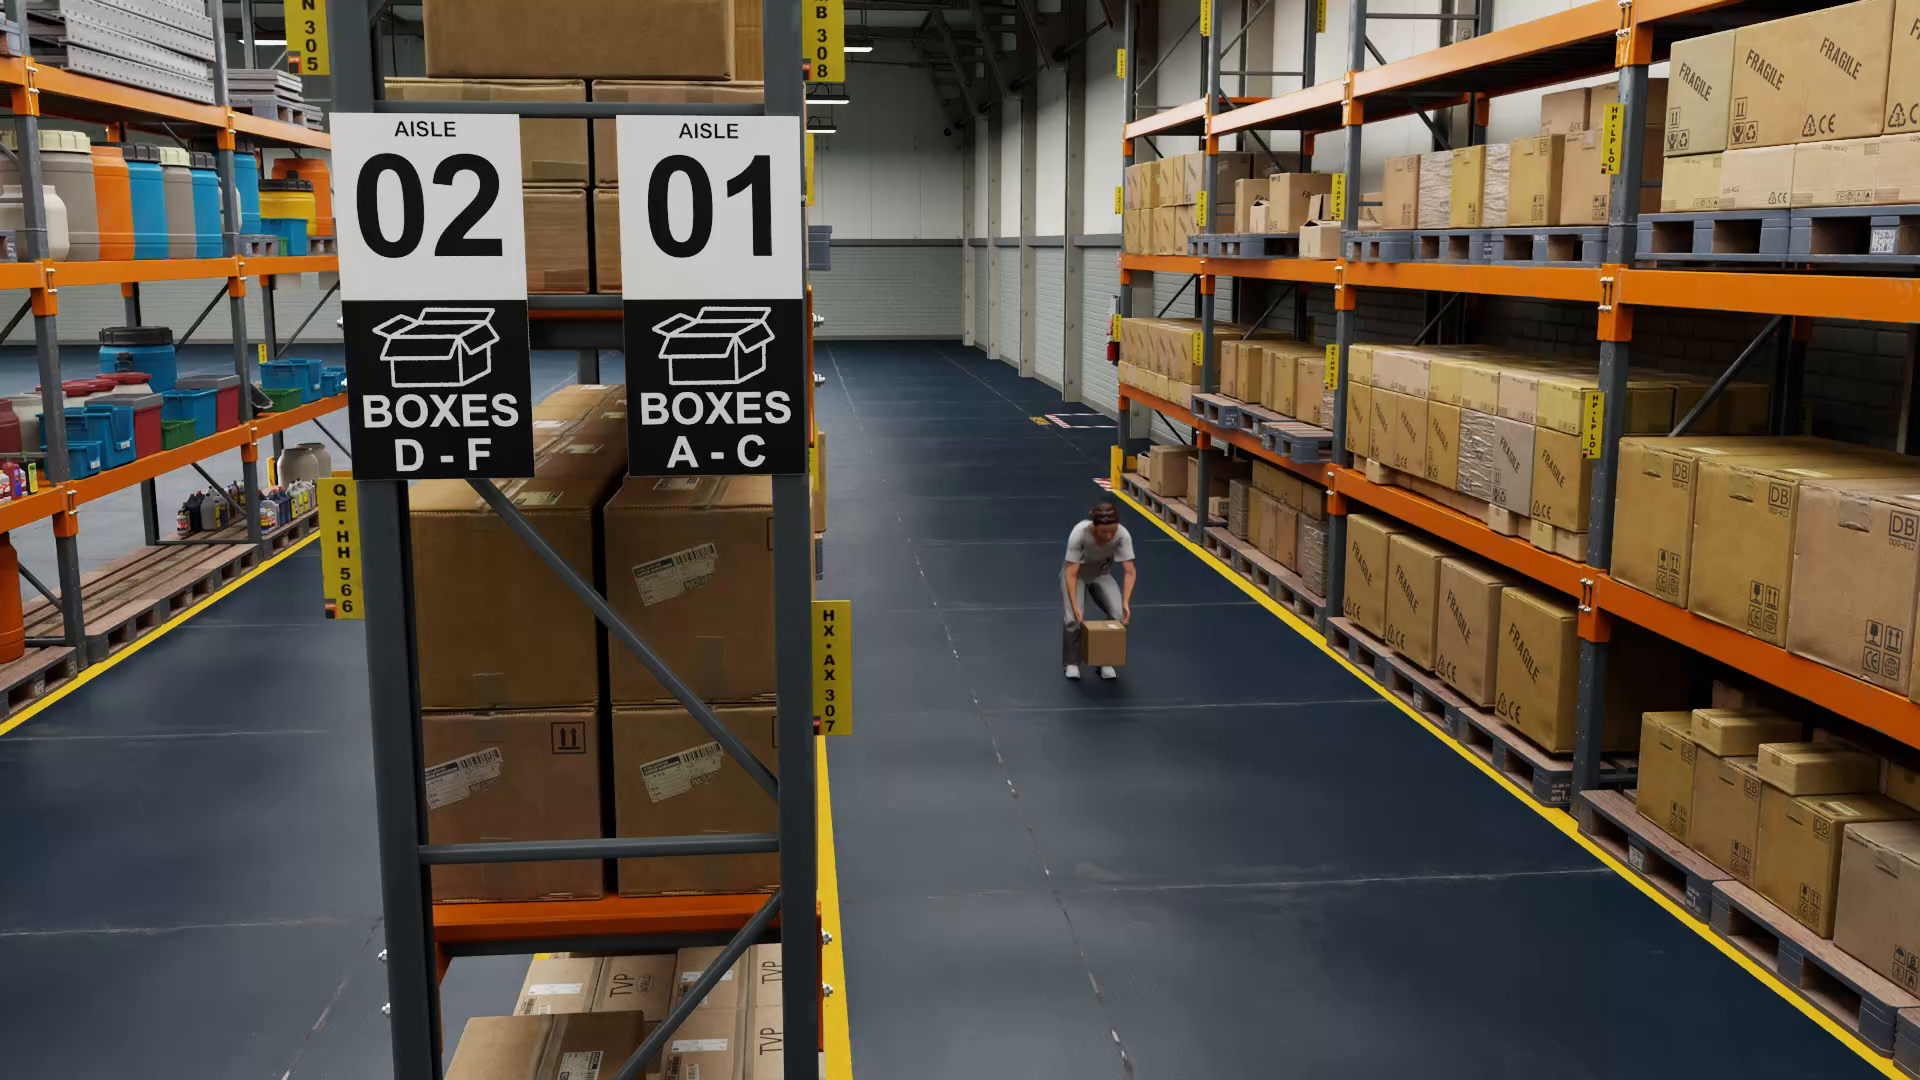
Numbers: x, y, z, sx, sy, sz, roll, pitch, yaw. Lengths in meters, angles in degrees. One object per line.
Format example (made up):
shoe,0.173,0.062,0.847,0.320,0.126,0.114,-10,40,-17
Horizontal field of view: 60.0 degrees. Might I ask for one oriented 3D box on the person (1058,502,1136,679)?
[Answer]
person,0.931,0.323,11.321,0.494,1.249,0.705,-1,10,-6
